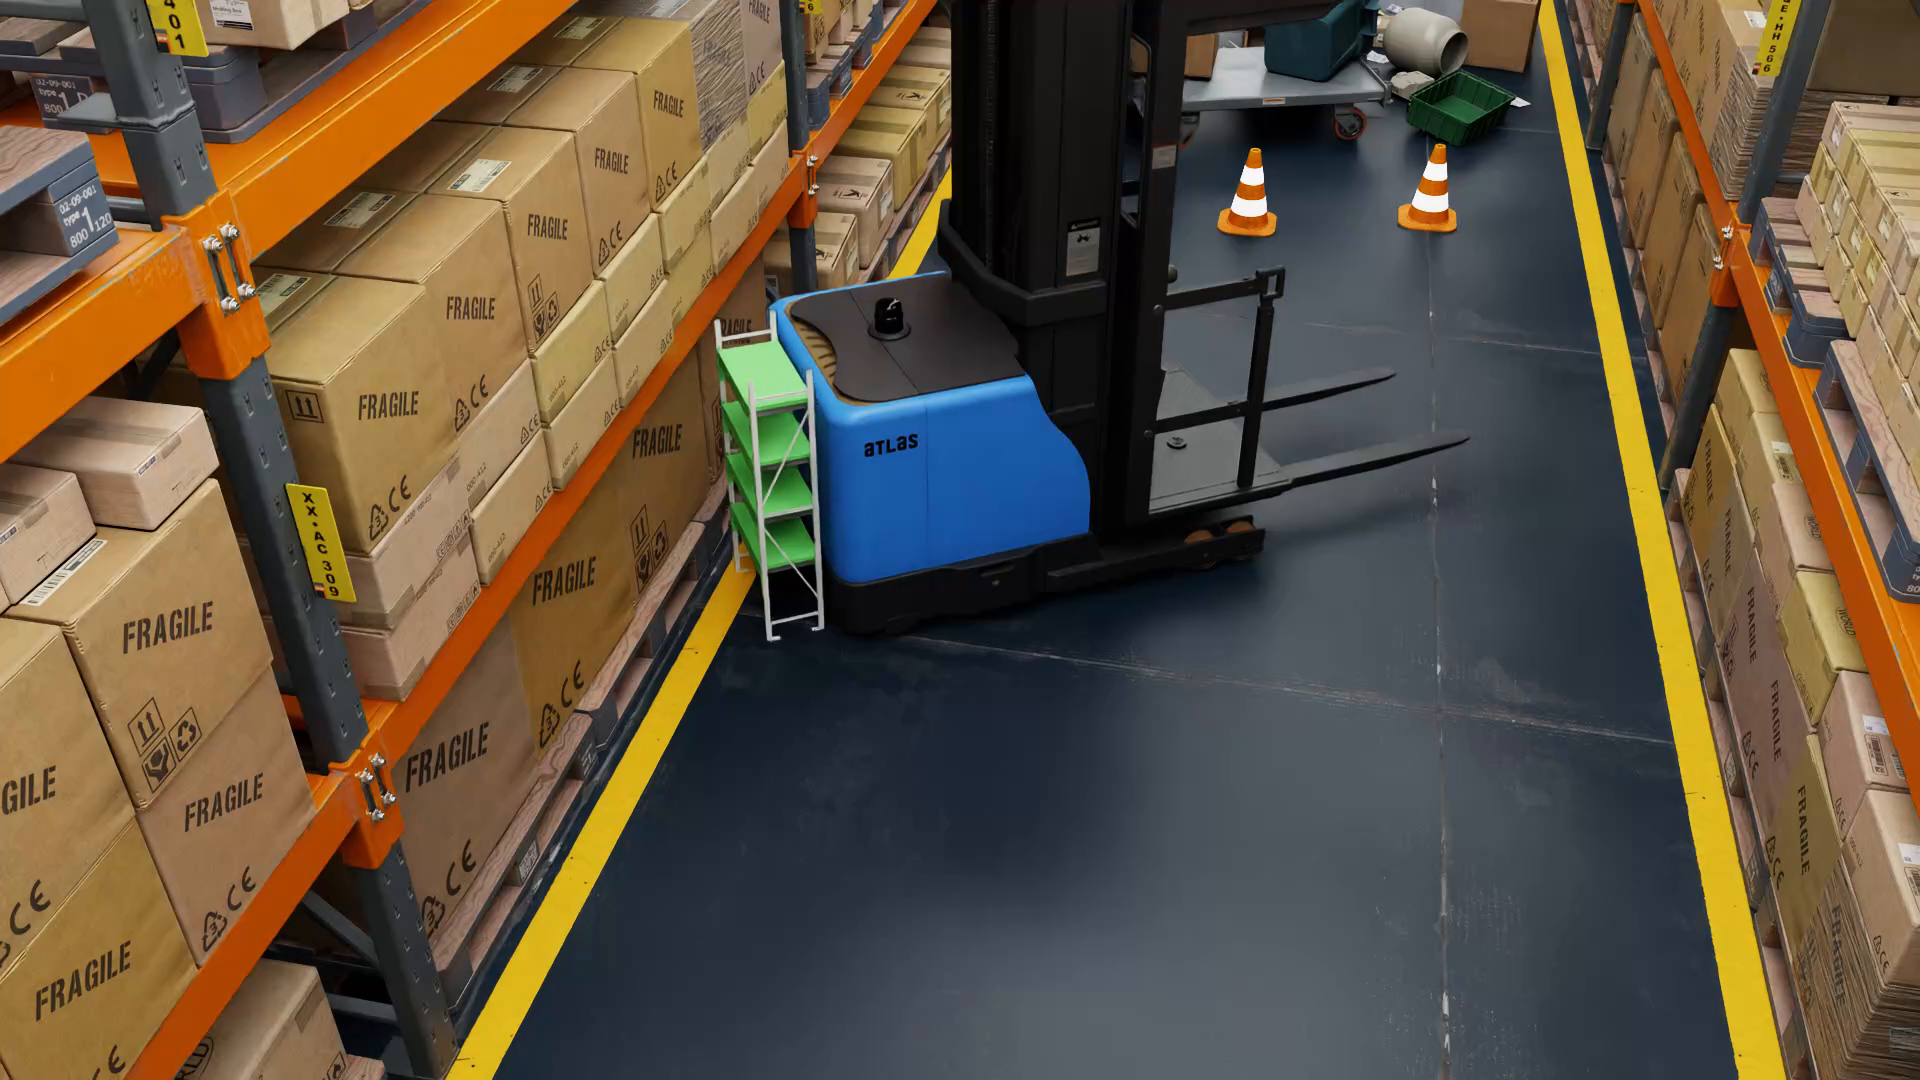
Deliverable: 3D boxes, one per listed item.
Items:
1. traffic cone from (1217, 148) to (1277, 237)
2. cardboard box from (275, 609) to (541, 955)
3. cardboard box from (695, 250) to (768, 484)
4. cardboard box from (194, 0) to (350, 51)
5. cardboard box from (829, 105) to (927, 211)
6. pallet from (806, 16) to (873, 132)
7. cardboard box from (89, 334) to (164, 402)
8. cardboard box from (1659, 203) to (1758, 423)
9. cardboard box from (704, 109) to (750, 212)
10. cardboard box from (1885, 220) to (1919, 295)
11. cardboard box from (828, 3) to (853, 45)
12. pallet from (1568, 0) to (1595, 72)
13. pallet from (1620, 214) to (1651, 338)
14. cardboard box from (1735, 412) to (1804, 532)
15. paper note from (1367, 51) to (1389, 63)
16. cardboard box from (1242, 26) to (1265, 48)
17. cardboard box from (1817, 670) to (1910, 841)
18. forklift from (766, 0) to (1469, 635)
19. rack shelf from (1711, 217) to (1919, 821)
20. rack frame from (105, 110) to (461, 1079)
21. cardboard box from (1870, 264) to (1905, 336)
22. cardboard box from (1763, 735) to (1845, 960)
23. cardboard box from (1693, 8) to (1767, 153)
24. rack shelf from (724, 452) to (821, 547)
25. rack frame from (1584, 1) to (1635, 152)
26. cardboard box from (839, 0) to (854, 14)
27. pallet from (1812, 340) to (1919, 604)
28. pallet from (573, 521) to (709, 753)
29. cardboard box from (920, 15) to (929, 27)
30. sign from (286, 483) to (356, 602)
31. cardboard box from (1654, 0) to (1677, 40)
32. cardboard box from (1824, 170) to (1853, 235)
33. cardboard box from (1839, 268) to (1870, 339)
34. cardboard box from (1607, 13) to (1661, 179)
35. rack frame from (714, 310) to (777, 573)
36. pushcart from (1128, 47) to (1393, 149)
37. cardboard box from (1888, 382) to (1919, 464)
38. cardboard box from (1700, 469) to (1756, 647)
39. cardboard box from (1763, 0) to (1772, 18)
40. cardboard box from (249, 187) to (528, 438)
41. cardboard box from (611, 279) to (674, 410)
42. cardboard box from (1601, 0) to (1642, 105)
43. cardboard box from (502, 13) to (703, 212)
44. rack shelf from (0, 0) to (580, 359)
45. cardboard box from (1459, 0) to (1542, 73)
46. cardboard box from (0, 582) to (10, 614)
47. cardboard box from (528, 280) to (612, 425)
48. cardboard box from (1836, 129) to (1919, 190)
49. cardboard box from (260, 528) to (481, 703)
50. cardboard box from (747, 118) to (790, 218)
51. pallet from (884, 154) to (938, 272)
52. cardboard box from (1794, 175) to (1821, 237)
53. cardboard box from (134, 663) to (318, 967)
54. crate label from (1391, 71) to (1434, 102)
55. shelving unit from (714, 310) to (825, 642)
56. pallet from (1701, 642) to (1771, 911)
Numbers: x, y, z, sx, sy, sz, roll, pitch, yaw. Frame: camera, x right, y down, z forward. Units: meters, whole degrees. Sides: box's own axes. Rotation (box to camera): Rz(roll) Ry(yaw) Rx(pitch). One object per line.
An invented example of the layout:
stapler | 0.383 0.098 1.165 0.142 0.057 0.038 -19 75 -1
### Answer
traffic cone | 1.697 -2.057 9.694 0.336 0.463 0.334 7 37 10
cardboard box | -1.976 0.649 5.251 0.875 0.875 0.875 8 37 11
cardboard box | -1.404 -0.893 7.379 0.875 0.875 0.875 7 37 10
cardboard box | -1.581 -1.249 3.618 0.396 0.266 0.258 7 37 10
cardboard box | -0.728 -2.256 9.688 0.950 0.372 0.625 8 37 12
pallet | -1.128 -2.313 8.049 1.213 0.211 1.003 7 37 10
cardboard box | -2.180 -0.409 4.321 0.500 0.500 0.500 8 37 11
cardboard box | 3.900 -1.004 7.638 1.050 0.750 0.750 7 36 9
cardboard box | -1.137 -1.507 6.475 0.500 0.250 0.500 6 36 9
cardboard box | 3.169 -0.874 5.249 0.380 0.149 0.250 9 37 12
cardboard box | -0.728 -2.510 8.013 0.380 0.149 0.250 5 36 7
pallet | 5.033 -3.698 12.173 1.003 0.211 1.213 7 37 10
pallet | 4.186 -1.417 9.026 1.003 0.211 1.213 7 37 10
cardboard box | 3.190 -0.213 6.120 0.500 0.250 0.500 7 37 9
paper note | 3.038 -3.502 12.063 0.172 0.023 0.155 20 41 26
cardboard box | 2.440 -3.738 11.863 0.797 0.637 0.503 7 37 10
cardboard box | 2.862 0.673 4.898 0.500 0.250 0.500 9 37 12
forklift | 0.768 -1.339 6.600 3.031 2.935 1.130 -12 38 -17
rack shelf | 3.255 0.031 5.264 1.077 0.370 4.000 7 37 10
rack frame | -2.030 0.324 4.247 1.000 3.000 0.127 7 37 10
cardboard box | 3.165 -0.747 5.327 0.380 0.149 0.250 7 37 10
cardboard box | 2.849 0.979 5.116 0.500 0.500 0.500 6 36 9
cardboard box | 3.623 -2.025 7.402 0.500 0.500 0.500 7 37 10
rack shelf | -0.746 -0.188 6.593 0.258 0.148 0.480 -12 38 -17
rack frame | 4.536 -3.700 9.799 1.000 3.000 0.127 7 37 10
cardboard box | -0.749 -2.829 7.900 0.500 0.500 0.500 9 37 12
pallet | 3.299 -0.189 5.118 1.003 0.211 1.213 7 37 10
pallet | -1.680 0.300 6.657 1.003 0.211 1.213 7 37 10
cardboard box | -0.458 -3.692 11.773 0.500 0.250 0.500 9 37 12
sign | -1.488 0.010 3.875 0.100 0.325 0.005 7 37 10
cardboard box | 3.944 -2.897 8.606 0.500 0.500 0.500 7 37 10
cardboard box | 3.326 -1.188 5.935 0.380 0.149 0.250 9 37 12
cardboard box | 3.218 -0.780 5.627 0.380 0.149 0.250 9 37 12
cardboard box | 4.491 -2.592 9.829 1.050 0.750 0.750 7 37 10
rack frame | -0.834 -0.374 6.741 0.240 1.200 0.015 -12 38 -17
pushcart | 1.917 -2.944 10.990 1.648 0.377 0.936 -5 36 -6
cardboard box | 3.051 -0.334 5.012 0.380 0.149 0.250 6 36 8
cardboard box | 3.177 0.098 6.331 0.500 0.500 0.500 8 37 11
cardboard box | 3.894 -2.398 7.066 0.700 0.500 0.500 7 36 9
cardboard box | -1.574 -0.633 4.630 0.500 0.500 0.500 7 37 10
cardboard box | -1.328 -0.709 5.799 0.500 0.250 0.500 7 36 9
cardboard box | 4.739 -3.361 10.785 0.875 0.875 0.875 8 37 11
cardboard box | -1.245 -1.506 5.835 0.500 0.500 0.500 7 37 10
rack shelf | -1.603 -1.746 5.160 1.077 0.370 4.000 7 37 10
cardboard box | 3.865 -3.707 11.937 0.500 0.500 0.500 14 38 18
cardboard box | -2.010 0.112 3.050 0.380 0.149 0.250 7 37 10
cardboard box | -1.443 -0.623 5.255 0.500 0.250 0.500 8 37 11
cardboard box | 3.339 -1.321 5.866 0.380 0.149 0.250 6 36 9
cardboard box | -1.678 0.166 4.593 0.500 0.250 0.500 6 36 9
cardboard box | -1.030 -1.586 7.010 0.500 0.250 0.500 6 36 8
pallet | -0.745 -1.985 9.809 1.003 0.211 1.213 7 37 10
cardboard box | 3.389 -1.244 6.266 0.380 0.149 0.250 7 36 9
cardboard box | -1.879 0.581 3.807 0.500 0.500 0.500 8 37 10
crate label | 3.114 -3.125 11.445 0.298 0.136 0.250 -17 39 -22
shelving unit | -0.746 -0.240 6.556 0.258 1.200 0.503 -12 38 -17
pallet | 3.251 0.868 5.873 1.003 0.211 1.213 7 37 10
